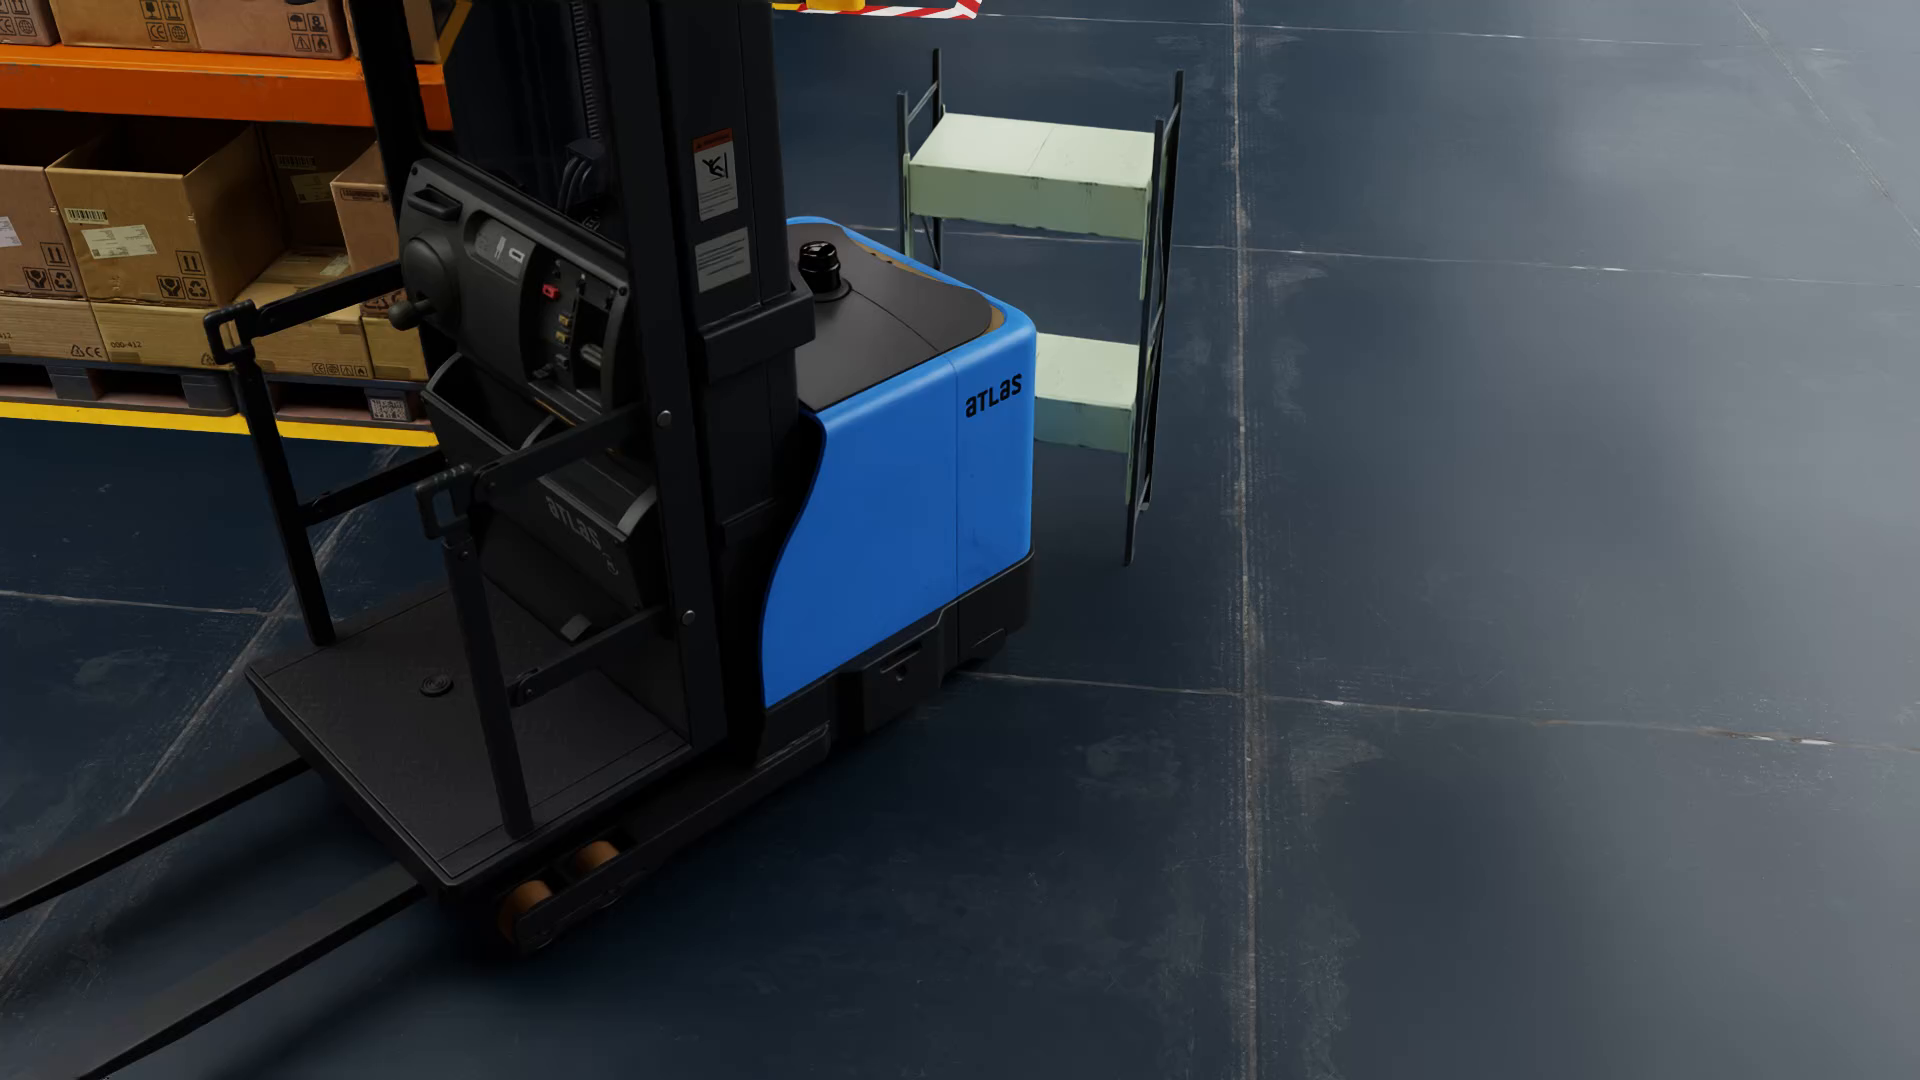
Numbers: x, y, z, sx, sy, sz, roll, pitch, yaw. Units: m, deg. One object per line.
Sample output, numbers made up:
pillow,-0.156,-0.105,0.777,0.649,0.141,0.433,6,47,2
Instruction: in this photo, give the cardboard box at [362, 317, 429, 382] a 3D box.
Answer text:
cardboard box,-1.807,-0.800,6.035,0.500,0.250,0.500,4,36,6

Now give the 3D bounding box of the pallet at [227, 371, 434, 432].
pallet,-2.002,-0.776,6.397,1.213,0.211,1.003,4,36,6

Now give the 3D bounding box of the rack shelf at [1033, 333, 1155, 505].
rack shelf,0.237,-0.430,5.363,0.720,0.370,0.431,9,36,12

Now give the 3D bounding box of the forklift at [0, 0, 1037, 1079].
forklift,-1.188,-0.530,3.711,3.031,2.935,1.130,-29,45,-34

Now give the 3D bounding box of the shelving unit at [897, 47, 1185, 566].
shelving unit,0.237,-0.695,5.174,0.755,1.500,0.431,9,36,12

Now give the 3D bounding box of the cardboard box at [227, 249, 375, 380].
cardboard box,-2.305,-0.830,6.077,0.500,0.250,0.500,4,36,6

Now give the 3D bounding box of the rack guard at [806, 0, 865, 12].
rack guard,-0.685,-3.694,10.236,0.348,0.500,1.175,4,36,6

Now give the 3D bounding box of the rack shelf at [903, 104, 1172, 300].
rack shelf,0.237,-1.013,4.947,0.720,0.370,0.431,9,36,12

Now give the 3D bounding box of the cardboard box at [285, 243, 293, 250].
cardboard box,-2.734,-1.170,6.554,0.500,0.250,0.500,4,36,6

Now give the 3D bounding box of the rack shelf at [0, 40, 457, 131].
rack shelf,-3.222,-1.734,5.958,4.000,0.370,1.077,4,36,6

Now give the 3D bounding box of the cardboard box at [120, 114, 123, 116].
cardboard box,-3.229,-1.516,6.393,0.500,0.500,0.500,4,36,6

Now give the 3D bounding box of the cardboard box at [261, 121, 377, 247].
cardboard box,-2.238,-1.439,6.286,0.500,0.500,0.500,4,36,6

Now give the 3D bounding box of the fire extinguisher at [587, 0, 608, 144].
fire extinguisher,-1.180,-1.571,5.177,0.183,0.674,0.296,4,36,6

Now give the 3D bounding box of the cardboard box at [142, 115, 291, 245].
cardboard box,-2.735,-1.469,6.327,0.500,0.500,0.500,4,36,6

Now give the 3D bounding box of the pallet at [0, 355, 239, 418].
pallet,-3.208,-0.868,6.525,1.213,0.211,1.003,4,36,6

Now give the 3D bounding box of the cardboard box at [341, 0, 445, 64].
cardboard box,-1.699,-1.961,5.571,0.500,0.500,0.700,4,36,6

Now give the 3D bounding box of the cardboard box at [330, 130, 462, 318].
cardboard box,-1.808,-1.104,5.816,0.500,0.500,0.500,4,36,6

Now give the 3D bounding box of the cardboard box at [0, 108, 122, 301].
cardboard box,-3.297,-1.207,5.960,0.500,0.500,0.500,4,36,6

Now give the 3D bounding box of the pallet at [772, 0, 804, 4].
pallet,-1.490,-3.639,10.408,1.213,0.211,1.003,4,36,6

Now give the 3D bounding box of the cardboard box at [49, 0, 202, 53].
cardboard box,-2.713,-2.038,5.678,0.500,0.500,0.700,4,36,6

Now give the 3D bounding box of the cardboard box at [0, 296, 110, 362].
cardboard box,-3.297,-0.904,6.181,0.500,0.250,0.500,4,36,6

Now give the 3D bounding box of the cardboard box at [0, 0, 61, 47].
cardboard box,-3.235,-2.074,5.729,0.500,0.500,0.700,5,36,7

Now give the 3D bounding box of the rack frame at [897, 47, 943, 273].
rack frame,-0.116,-0.749,5.250,0.023,1.500,0.400,9,36,12

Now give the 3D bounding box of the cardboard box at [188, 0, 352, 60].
cardboard box,-2.221,-1.997,5.622,0.500,0.500,0.700,5,36,7

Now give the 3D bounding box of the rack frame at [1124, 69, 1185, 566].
rack frame,0.591,-0.641,5.098,0.023,1.500,0.400,9,36,12

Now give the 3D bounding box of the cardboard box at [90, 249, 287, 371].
cardboard box,-2.801,-0.866,6.128,0.500,0.250,0.500,4,36,6

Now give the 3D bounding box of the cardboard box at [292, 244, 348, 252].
cardboard box,-2.238,-1.133,6.502,0.500,0.250,0.500,4,36,6

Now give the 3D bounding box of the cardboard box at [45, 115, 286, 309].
cardboard box,-2.801,-1.169,5.907,0.500,0.500,0.500,4,36,6
